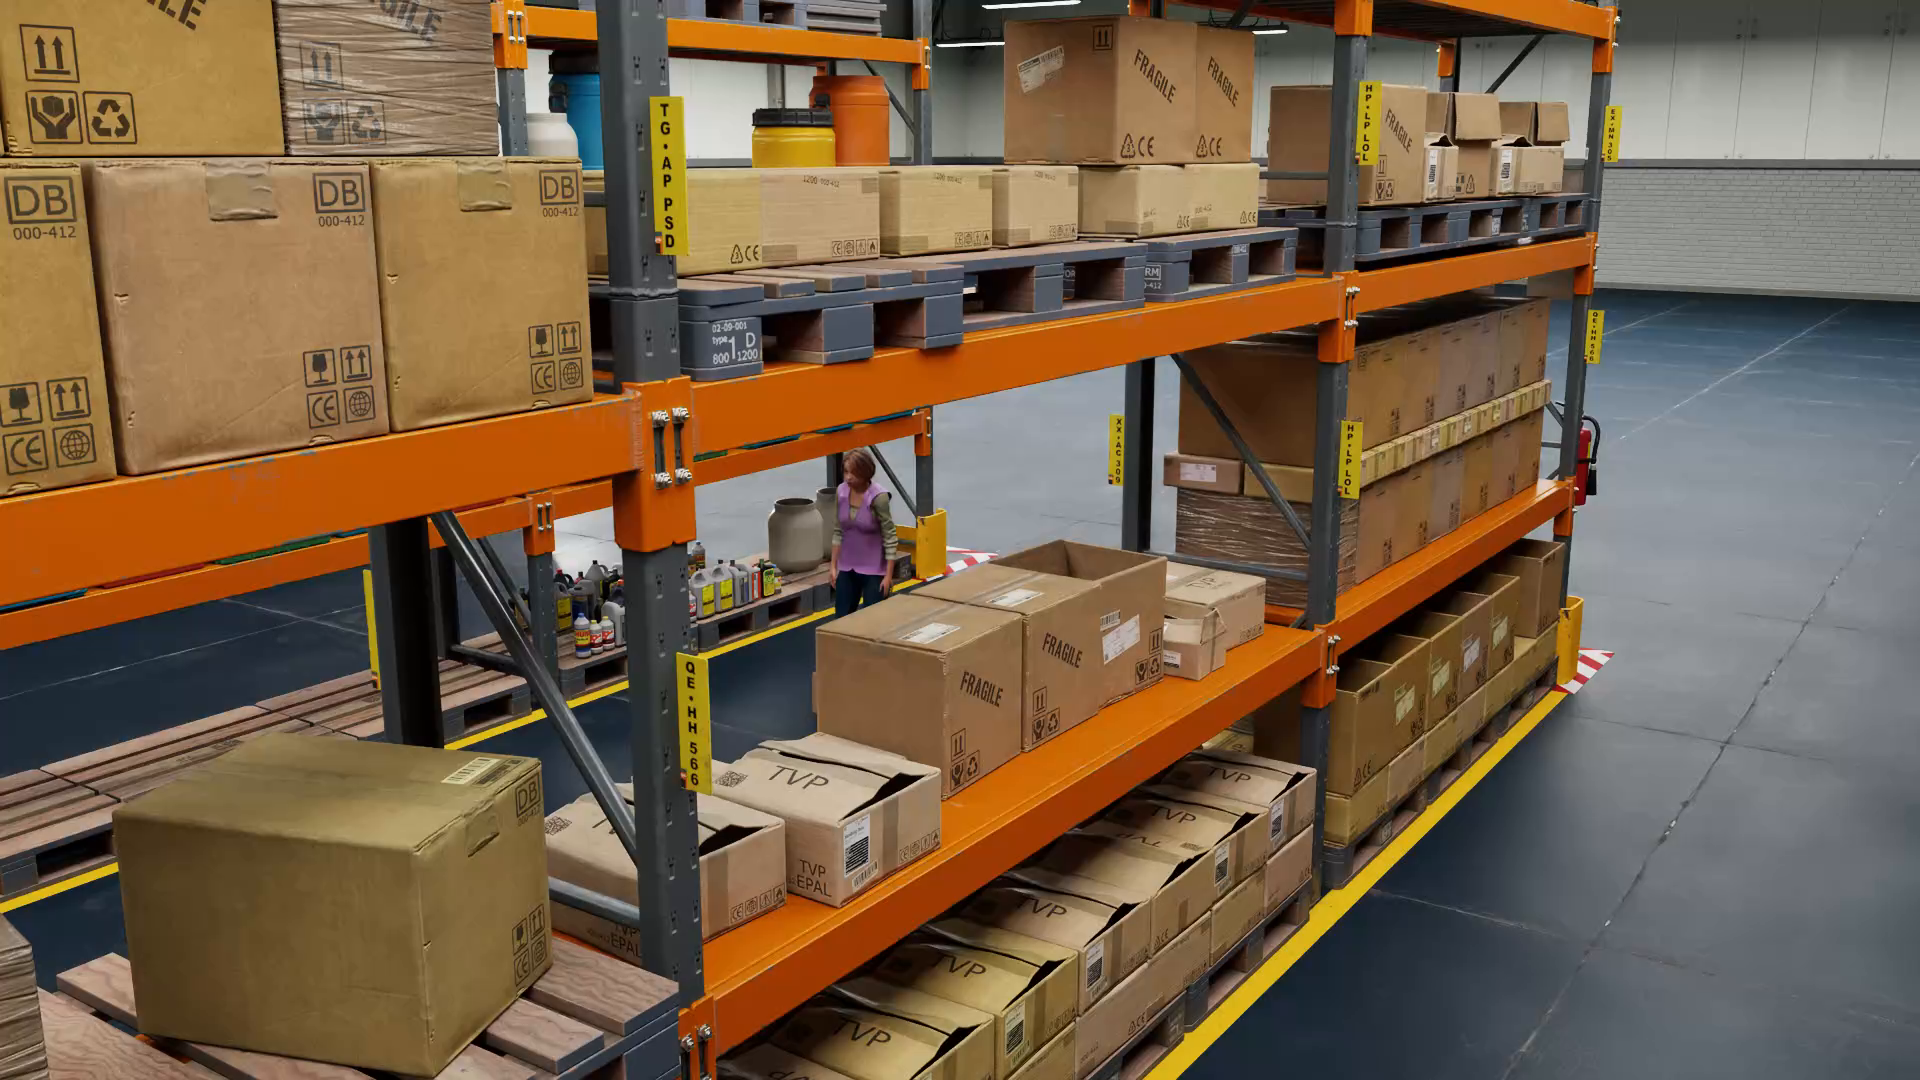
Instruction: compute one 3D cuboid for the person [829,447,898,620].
[{"bbox_3d":[-0.596,0.213,10.105,0.471,1.592,0.348,8,15,30],"label":"person"}]
